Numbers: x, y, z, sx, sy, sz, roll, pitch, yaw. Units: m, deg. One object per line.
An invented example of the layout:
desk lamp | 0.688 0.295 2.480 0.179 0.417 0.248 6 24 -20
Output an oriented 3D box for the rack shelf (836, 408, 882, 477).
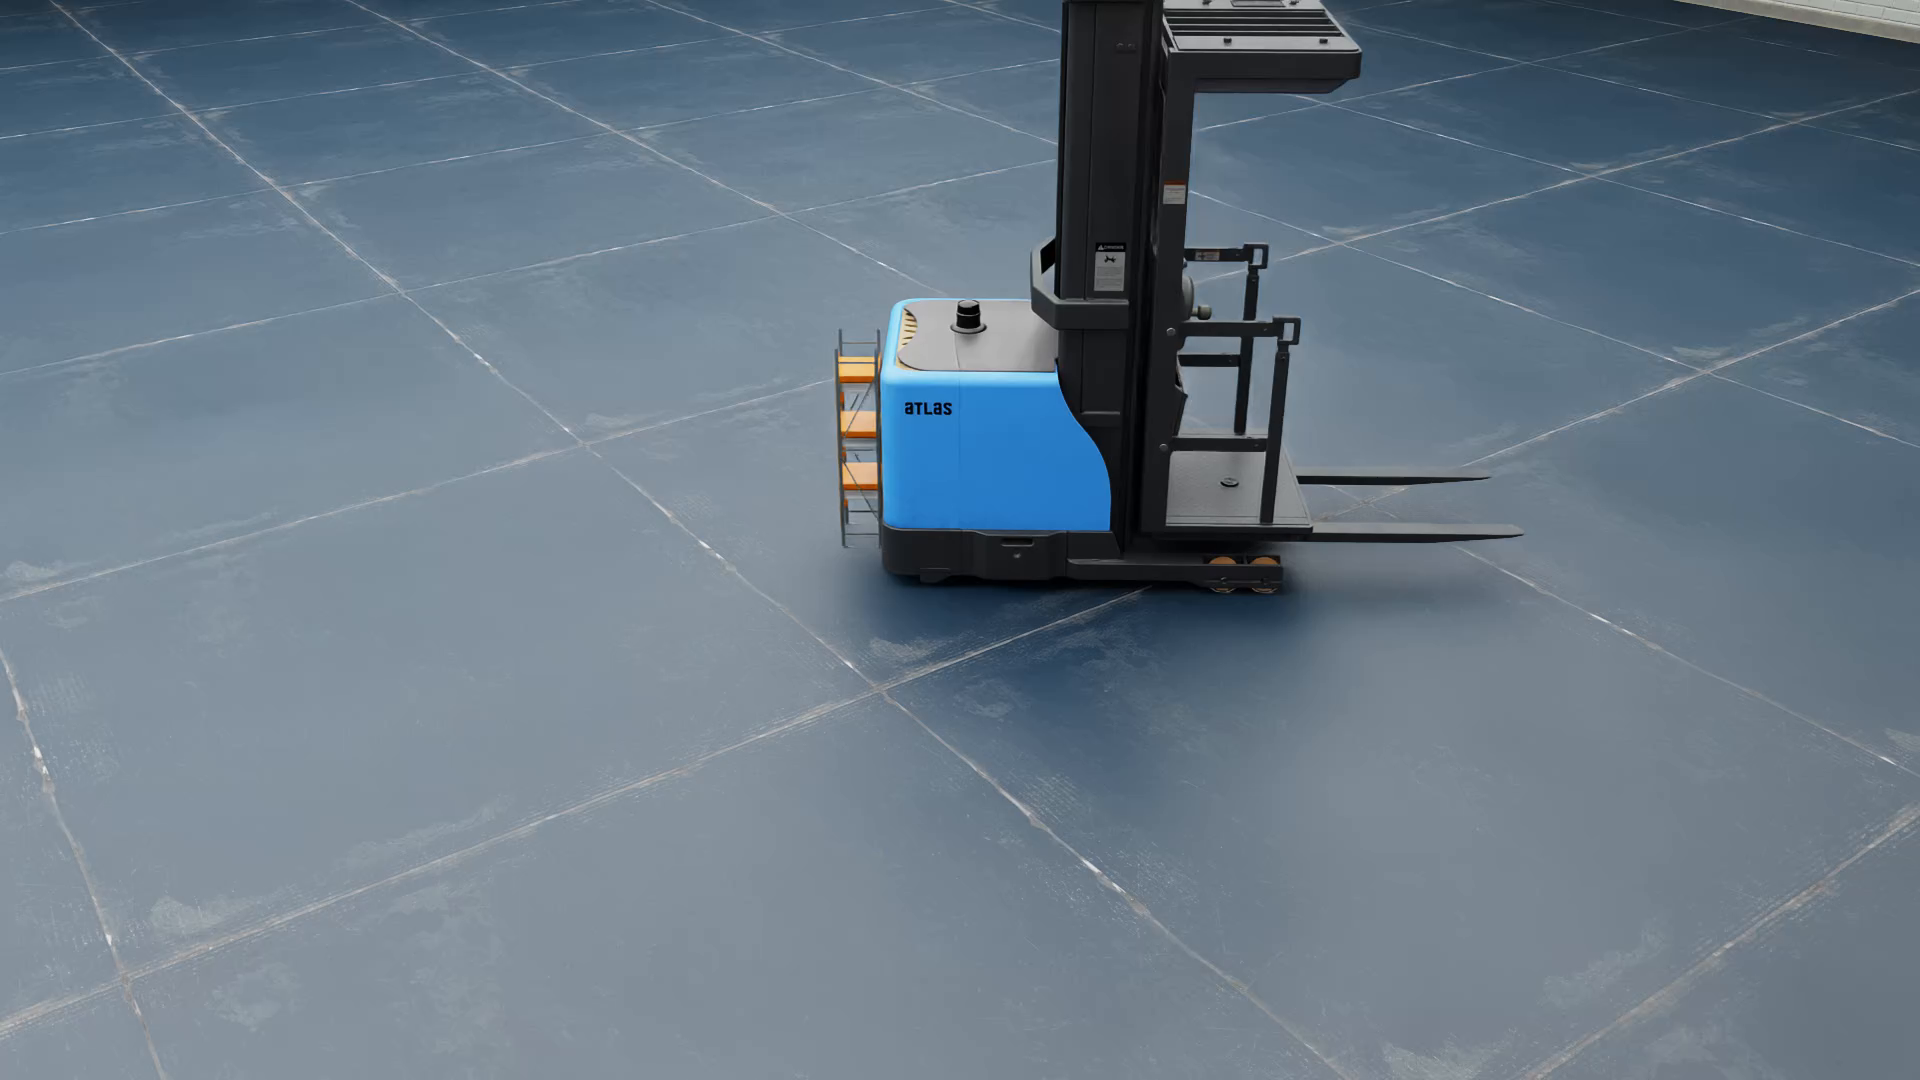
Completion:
rack shelf | -0.479 -0.473 8.043 0.215 0.259 0.240 0 29 0

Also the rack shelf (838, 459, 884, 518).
rack shelf | -0.479 -0.229 8.176 0.215 0.259 0.240 0 29 0

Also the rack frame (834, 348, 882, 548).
rack frame | -0.480 -0.424 7.931 0.200 1.050 0.008 0 29 0

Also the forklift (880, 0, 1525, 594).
forklift | 1.156 -1.295 7.564 3.031 2.935 1.130 1 29 1

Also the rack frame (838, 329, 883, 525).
rack frame | -0.478 -0.540 8.145 0.200 1.050 0.008 0 29 0

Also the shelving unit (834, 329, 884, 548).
shelving unit | -0.479 -0.482 8.038 0.215 1.050 0.252 0 29 0

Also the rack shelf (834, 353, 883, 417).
rack shelf | -0.479 -0.722 7.908 0.215 0.259 0.240 0 29 0
